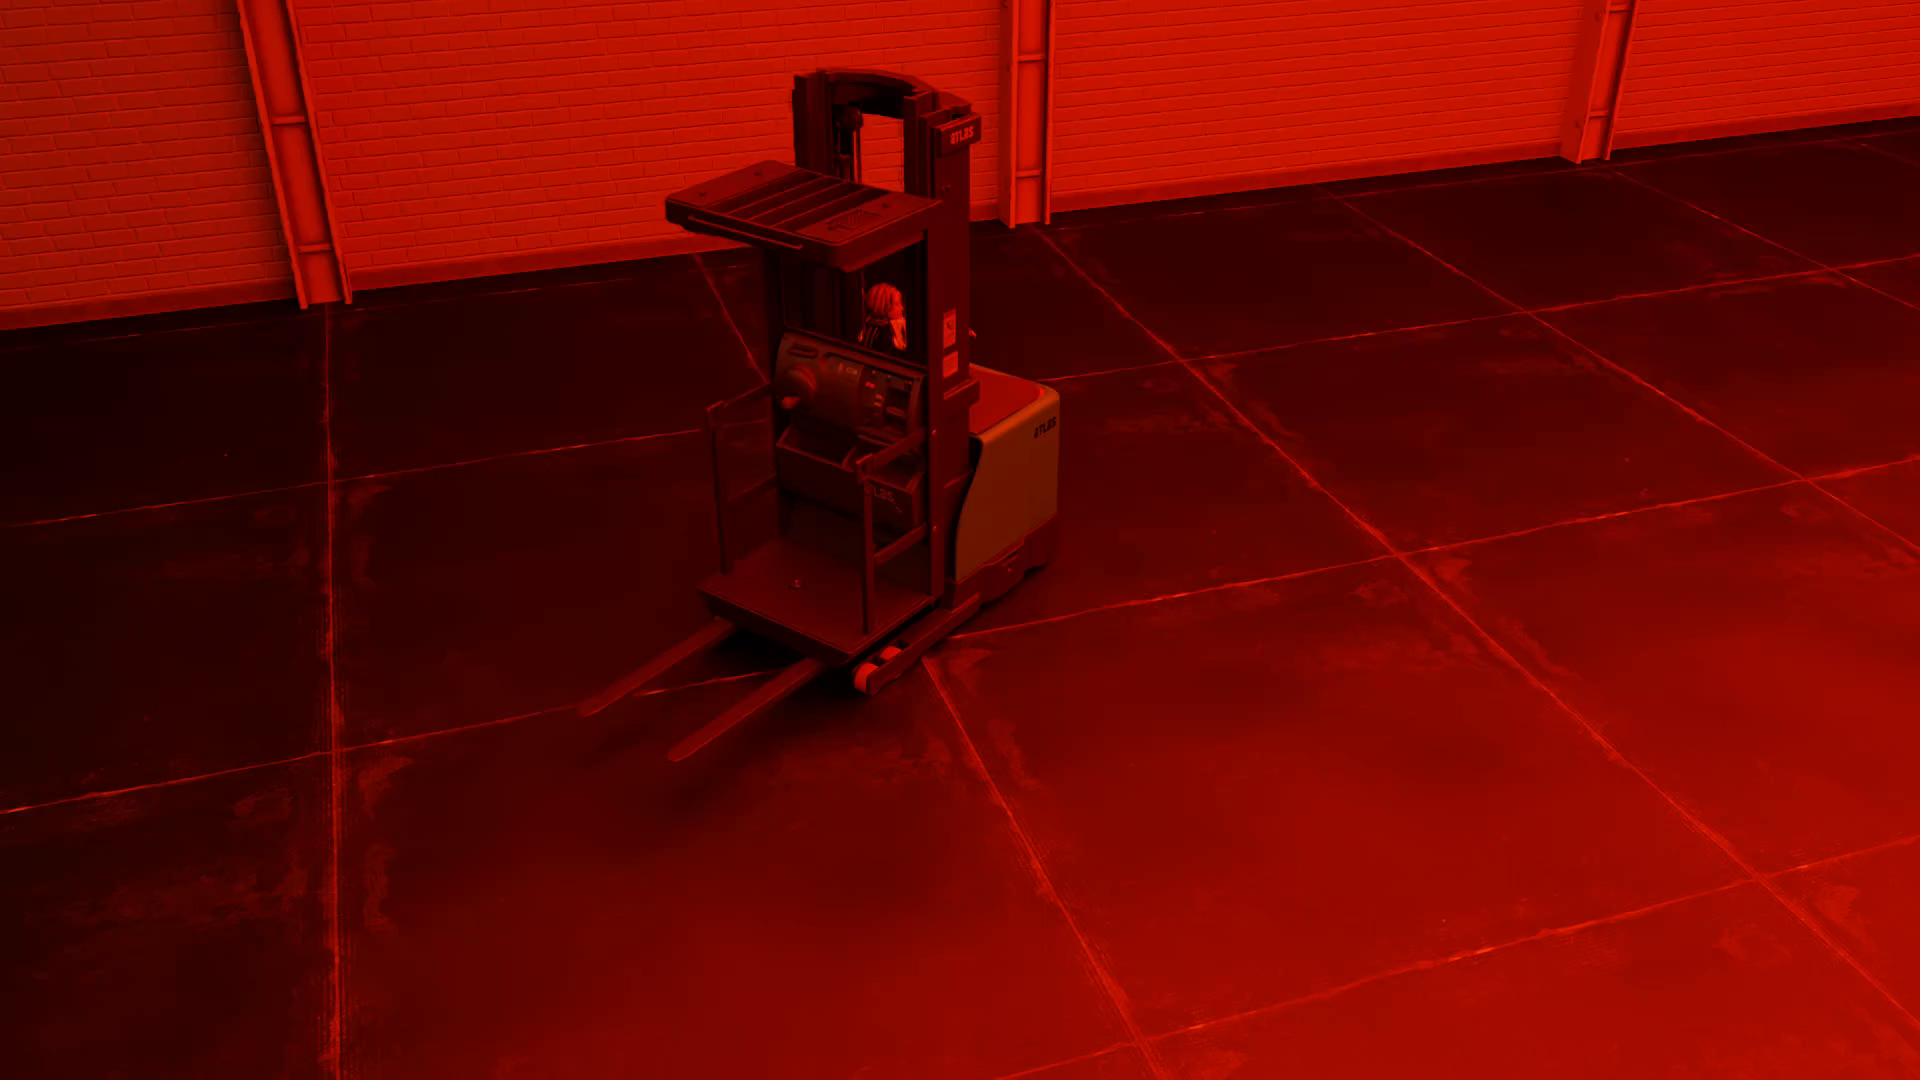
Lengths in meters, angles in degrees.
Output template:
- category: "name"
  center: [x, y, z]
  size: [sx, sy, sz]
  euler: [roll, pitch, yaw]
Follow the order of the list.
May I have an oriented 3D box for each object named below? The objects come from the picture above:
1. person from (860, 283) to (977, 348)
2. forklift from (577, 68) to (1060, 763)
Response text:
- category: "person"
  center: [-0.248, -0.877, 10.161]
  size: [0.754, 1.365, 0.906]
  euler: [5, 30, 9]
- category: "forklift"
  center: [-0.701, -0.741, 8.375]
  size: [1.130, 2.935, 3.031]
  euler: [20, 36, 31]
